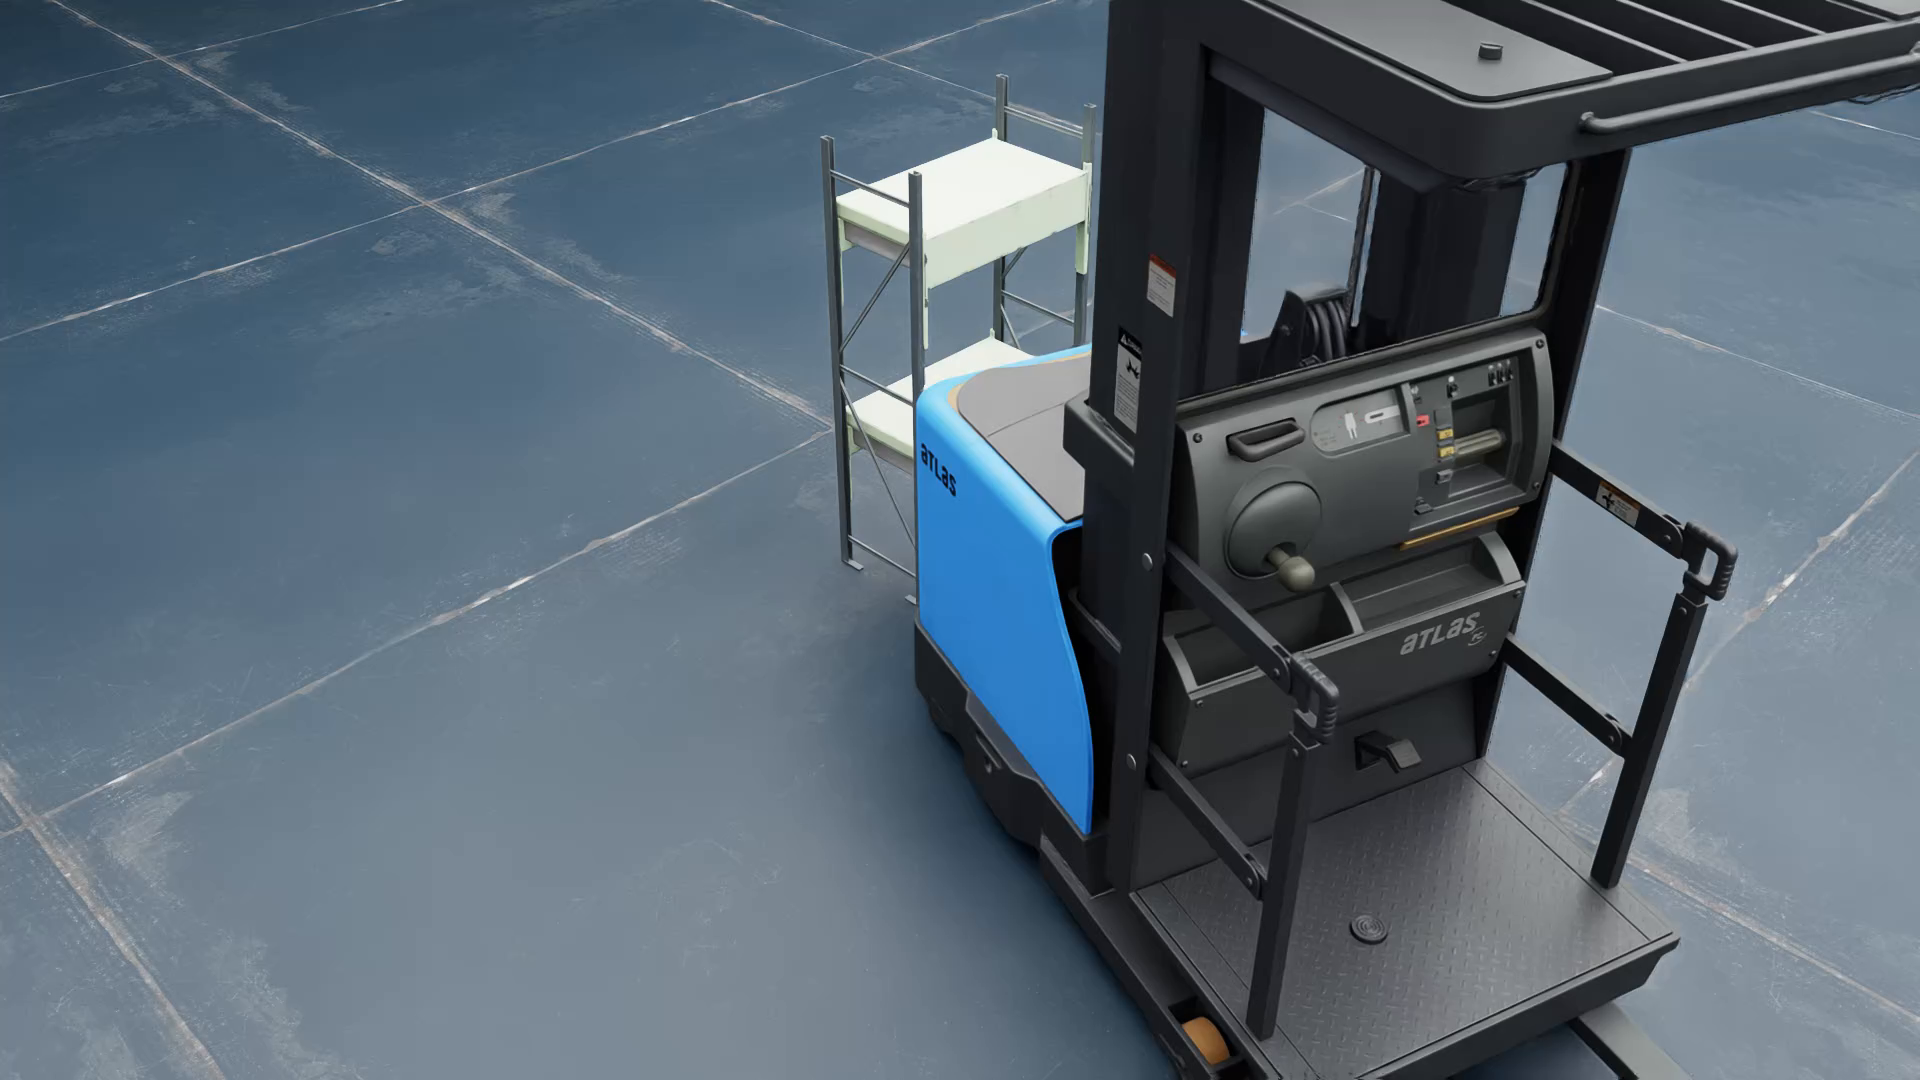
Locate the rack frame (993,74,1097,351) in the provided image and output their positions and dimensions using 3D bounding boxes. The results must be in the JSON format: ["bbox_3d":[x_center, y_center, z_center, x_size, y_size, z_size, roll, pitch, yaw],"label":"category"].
[{"bbox_3d":[0.263,-0.766,5.538,0.400,1.500,0.023,30,45,35],"label":"rack frame"}]

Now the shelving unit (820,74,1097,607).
[{"bbox_3d":[0.005,-0.618,5.325,0.431,1.500,0.755,30,45,35],"label":"shelving unit"}]

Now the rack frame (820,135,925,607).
[{"bbox_3d":[-0.253,-0.469,5.112,0.400,1.500,0.023,30,45,35],"label":"rack frame"}]

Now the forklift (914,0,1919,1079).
[{"bbox_3d":[0.971,-0.107,3.341,1.130,2.935,3.031,-16,38,-21],"label":"forklift"}]

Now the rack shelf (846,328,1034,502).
[{"bbox_3d":[0.005,-0.350,5.511,0.431,0.370,0.720,30,45,35],"label":"rack shelf"}]

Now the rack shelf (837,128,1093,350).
[{"bbox_3d":[0.005,-0.938,5.102,0.431,0.370,0.720,30,45,35],"label":"rack shelf"}]
